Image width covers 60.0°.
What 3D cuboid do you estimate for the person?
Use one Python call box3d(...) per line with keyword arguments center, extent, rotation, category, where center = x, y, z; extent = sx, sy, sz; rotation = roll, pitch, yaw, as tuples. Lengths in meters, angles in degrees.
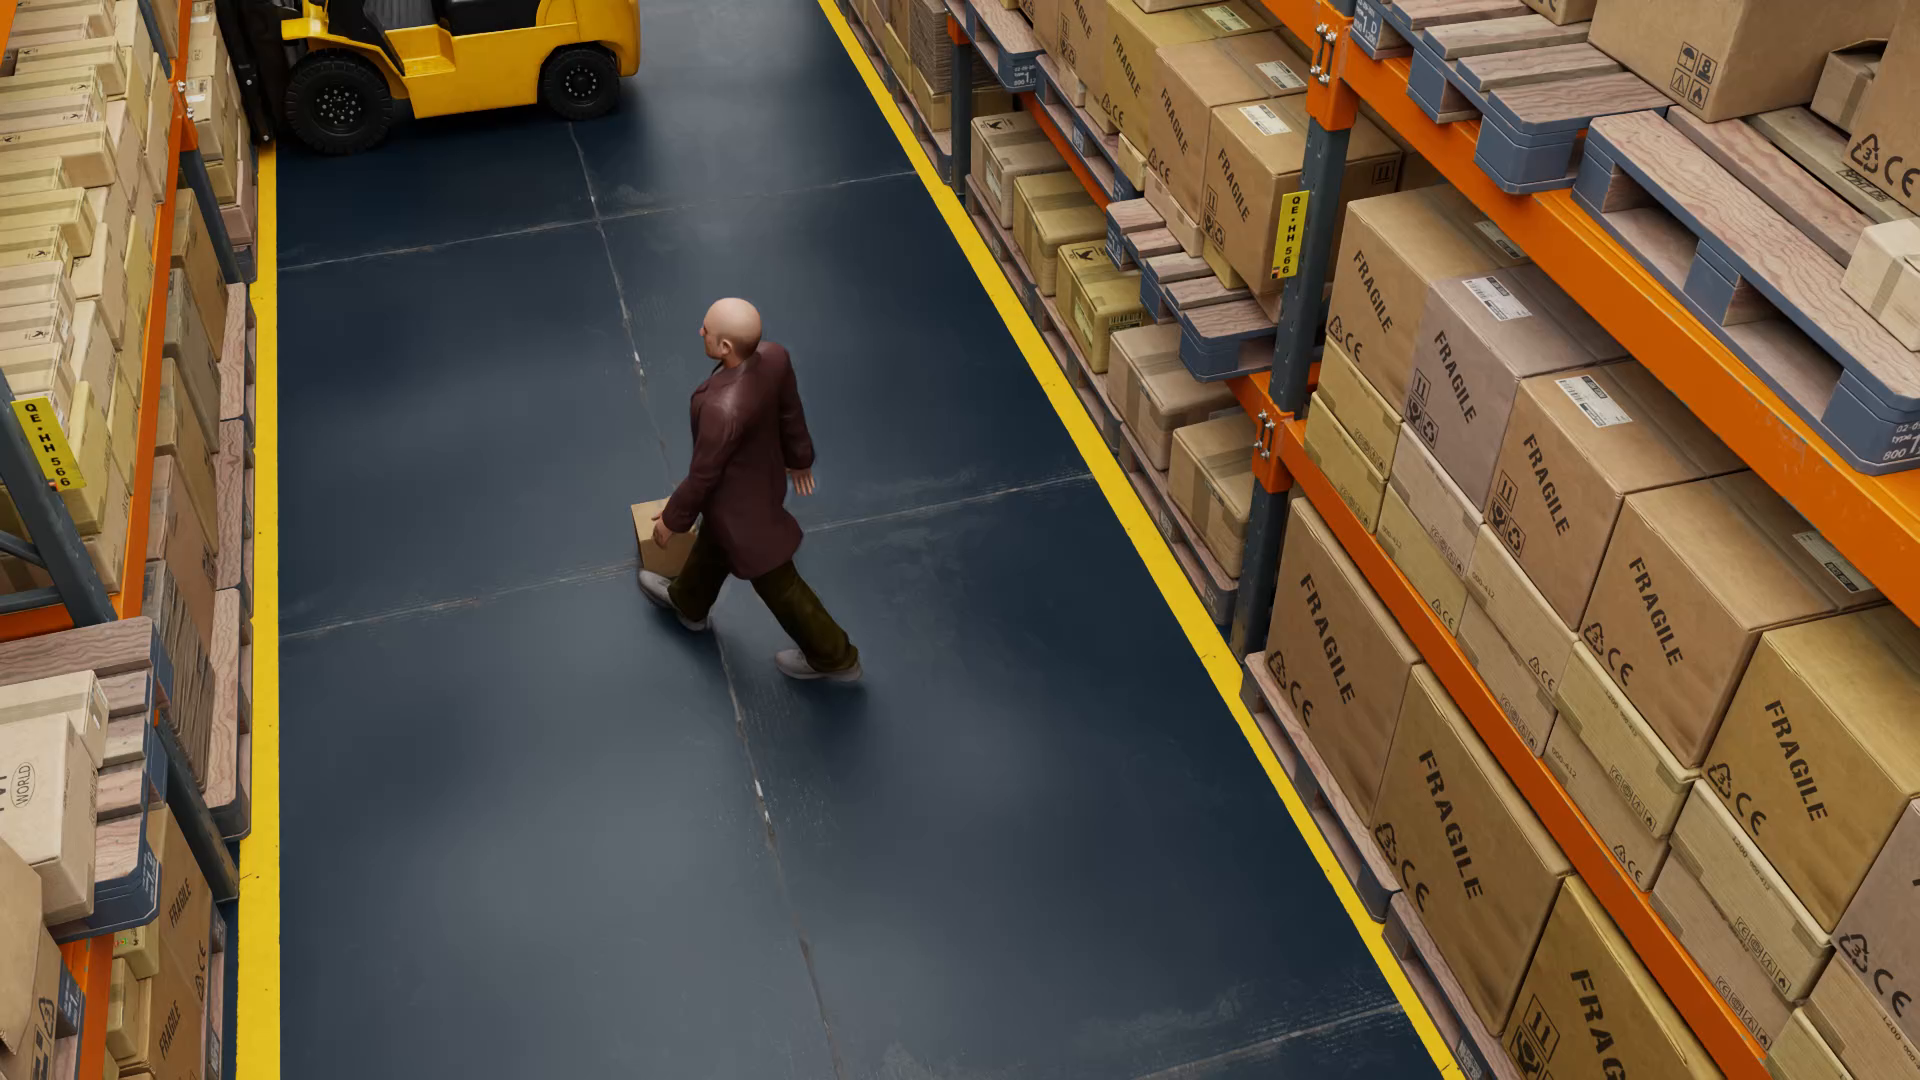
box3d(center=(-0.899, -0.197, 6.386), extent=(1.076, 1.728, 0.630), rotation=(10, 43, 11), category="person")
